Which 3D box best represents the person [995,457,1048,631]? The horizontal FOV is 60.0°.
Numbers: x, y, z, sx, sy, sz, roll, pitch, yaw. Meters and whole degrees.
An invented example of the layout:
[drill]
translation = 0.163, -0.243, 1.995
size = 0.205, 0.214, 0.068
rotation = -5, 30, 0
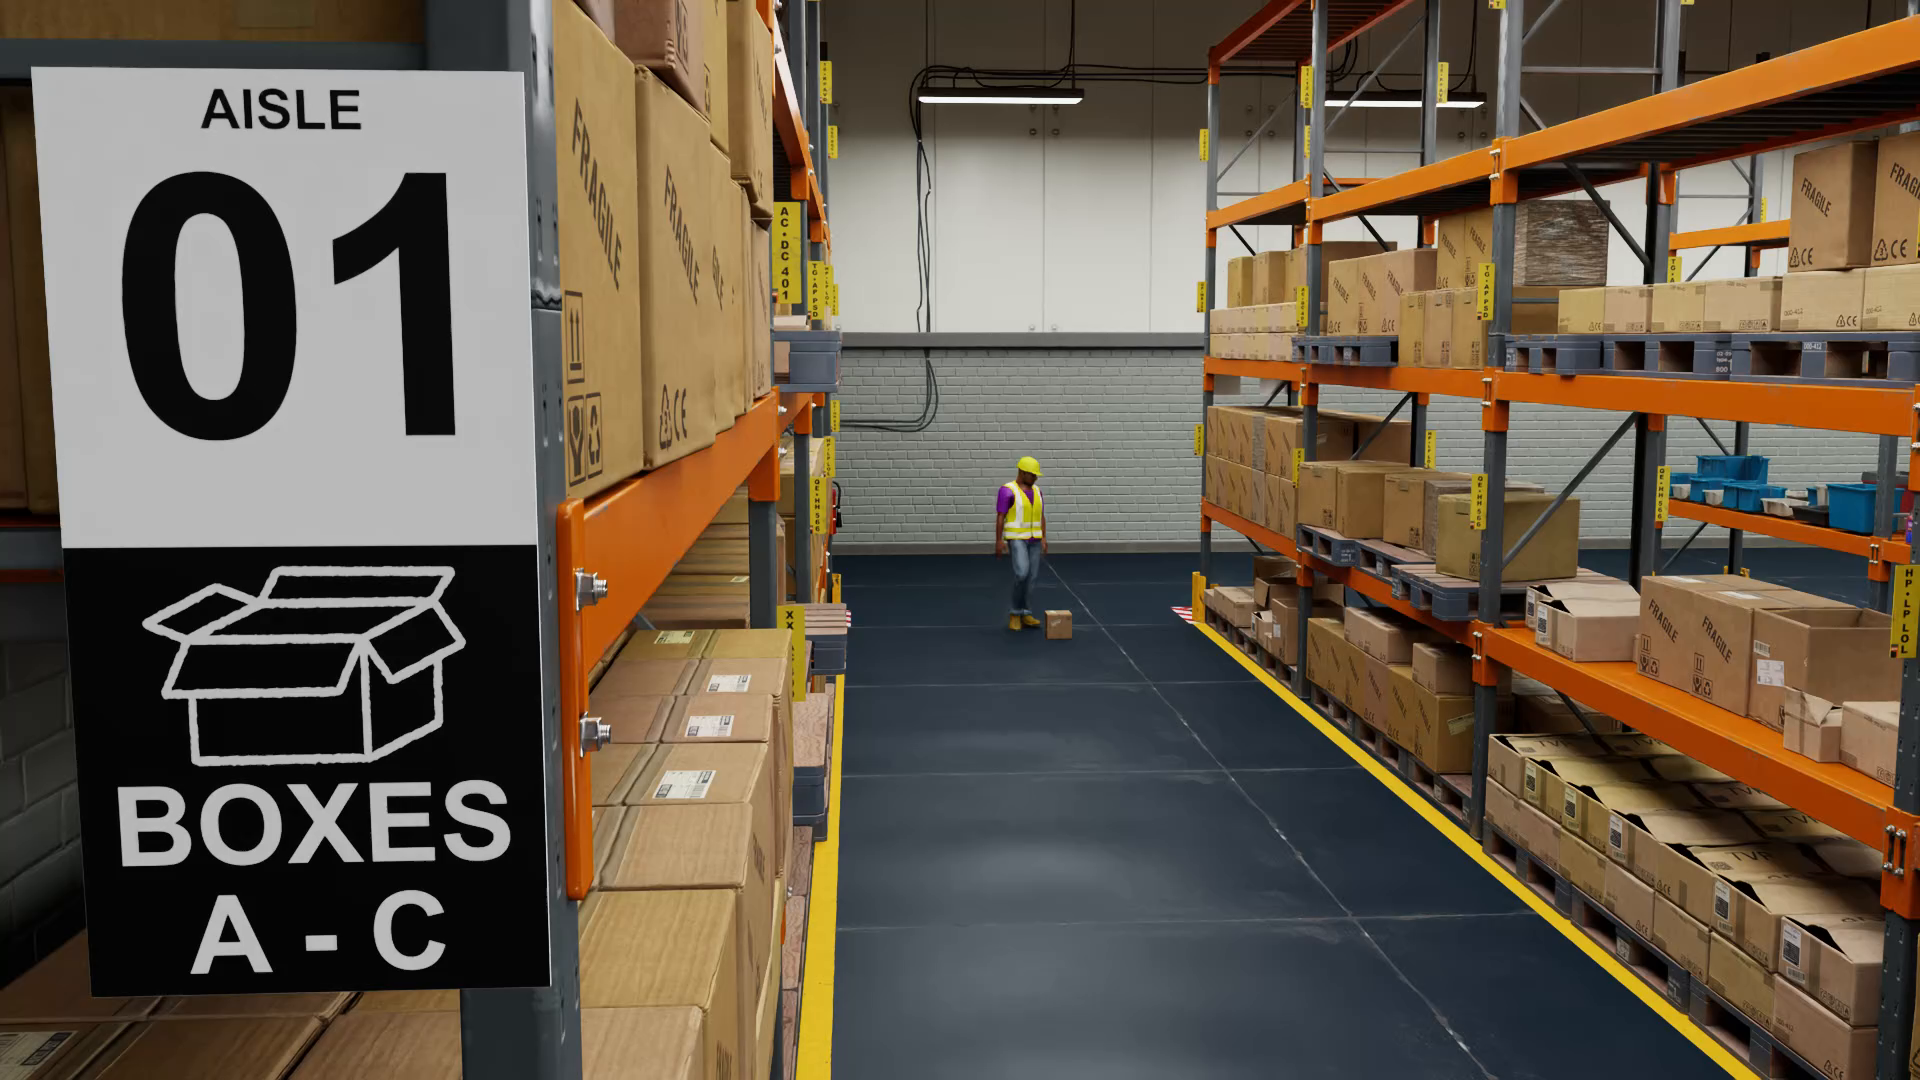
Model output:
[person]
translation = 0.688, 0.042, 17.314
size = 0.610, 1.820, 0.438
rotation = -5, 8, -36
